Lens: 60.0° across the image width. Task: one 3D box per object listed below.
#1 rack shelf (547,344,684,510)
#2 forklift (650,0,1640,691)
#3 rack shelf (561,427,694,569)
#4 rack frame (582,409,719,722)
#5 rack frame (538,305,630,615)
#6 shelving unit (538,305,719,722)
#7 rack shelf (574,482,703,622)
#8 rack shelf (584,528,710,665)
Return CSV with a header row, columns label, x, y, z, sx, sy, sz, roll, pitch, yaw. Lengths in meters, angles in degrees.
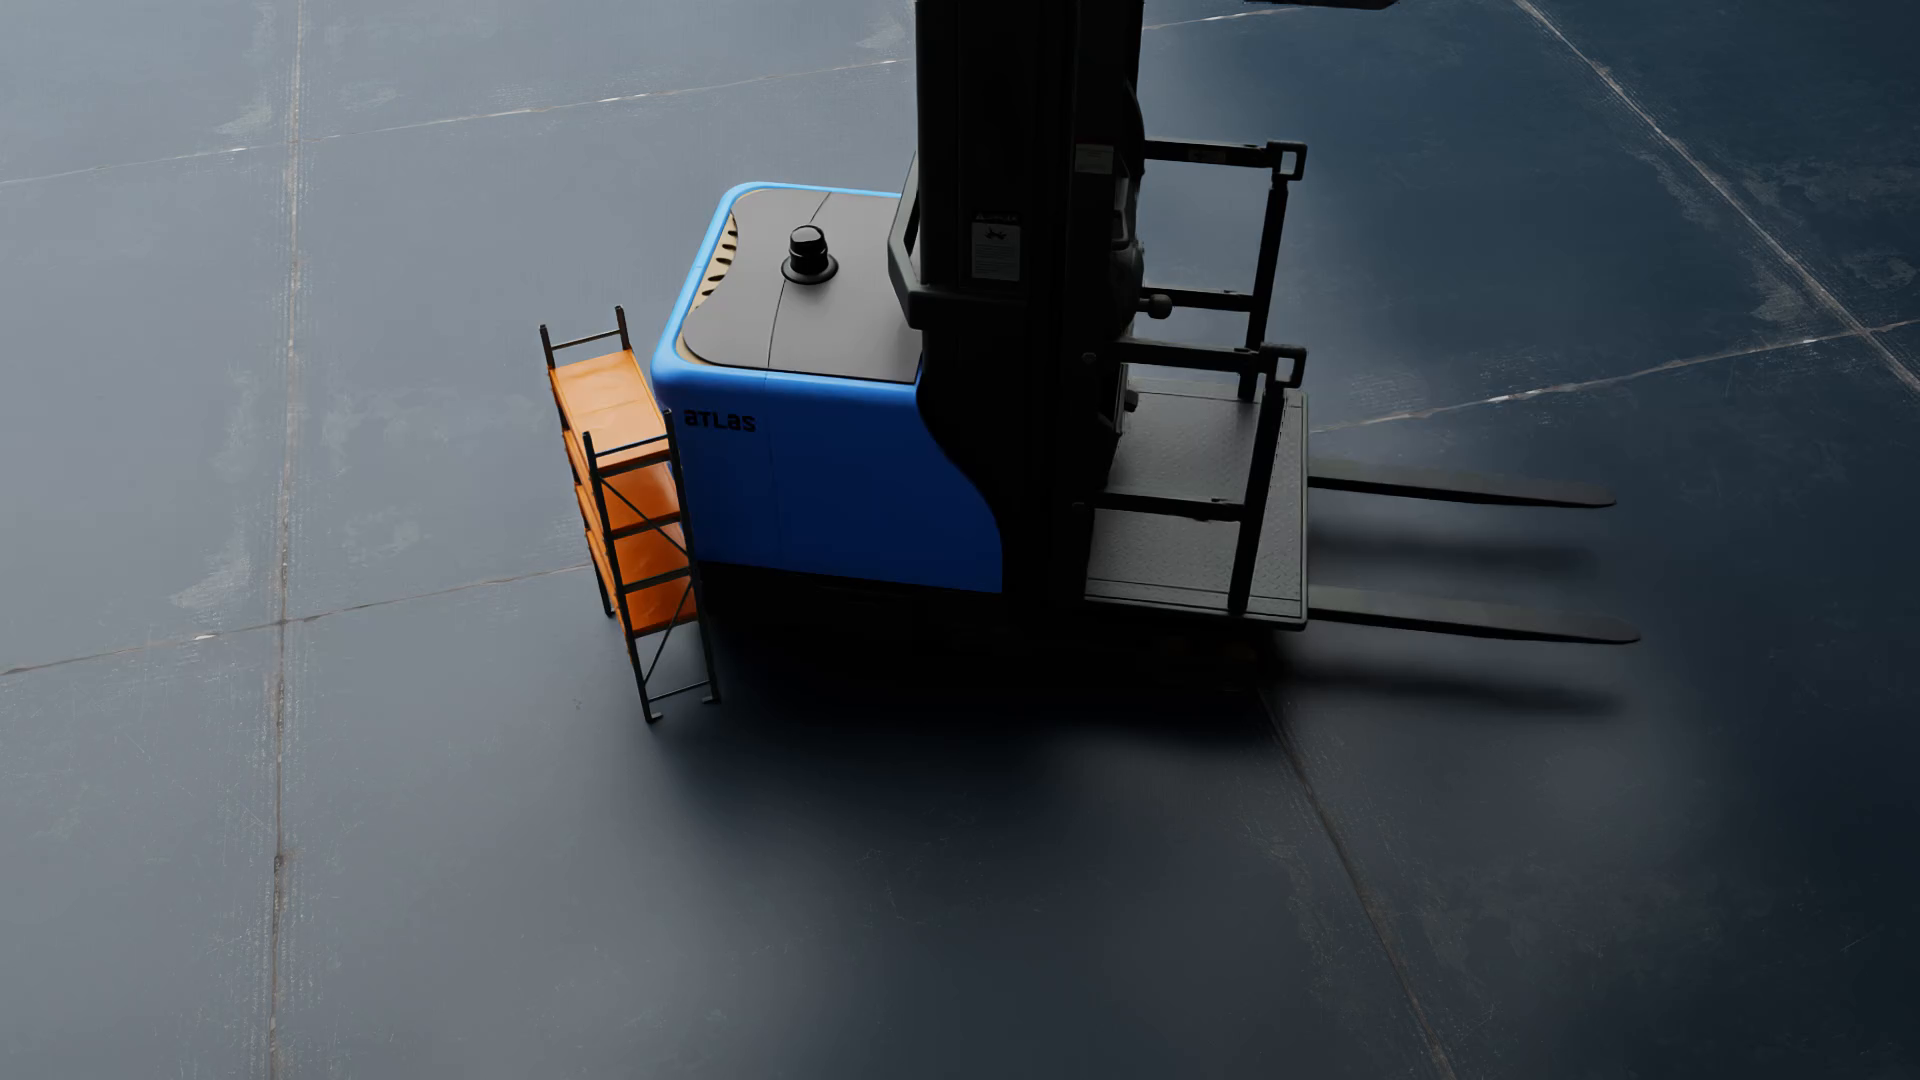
label,x,y,z,sx,sy,sz,roll,pitch,yaw
rack shelf,-0.972,-0.325,4.678,0.258,0.148,0.480,-17,48,-16
forklift,0.653,-0.954,4.633,3.031,2.935,1.130,6,46,6
rack shelf,-0.972,-0.160,4.847,0.258,0.148,0.480,-17,48,-16
rack frame,-0.875,0.110,4.802,0.240,1.200,0.015,-17,48,-16
rack frame,-1.068,-0.211,5.116,0.240,1.200,0.015,-17,48,-16
shelving unit,-0.971,-0.051,4.959,0.258,1.200,0.503,-17,48,-16
rack shelf,-0.971,-0.004,5.007,0.258,0.148,0.480,-17,48,-16
rack shelf,-0.971,0.135,5.149,0.258,0.148,0.480,-17,48,-16
